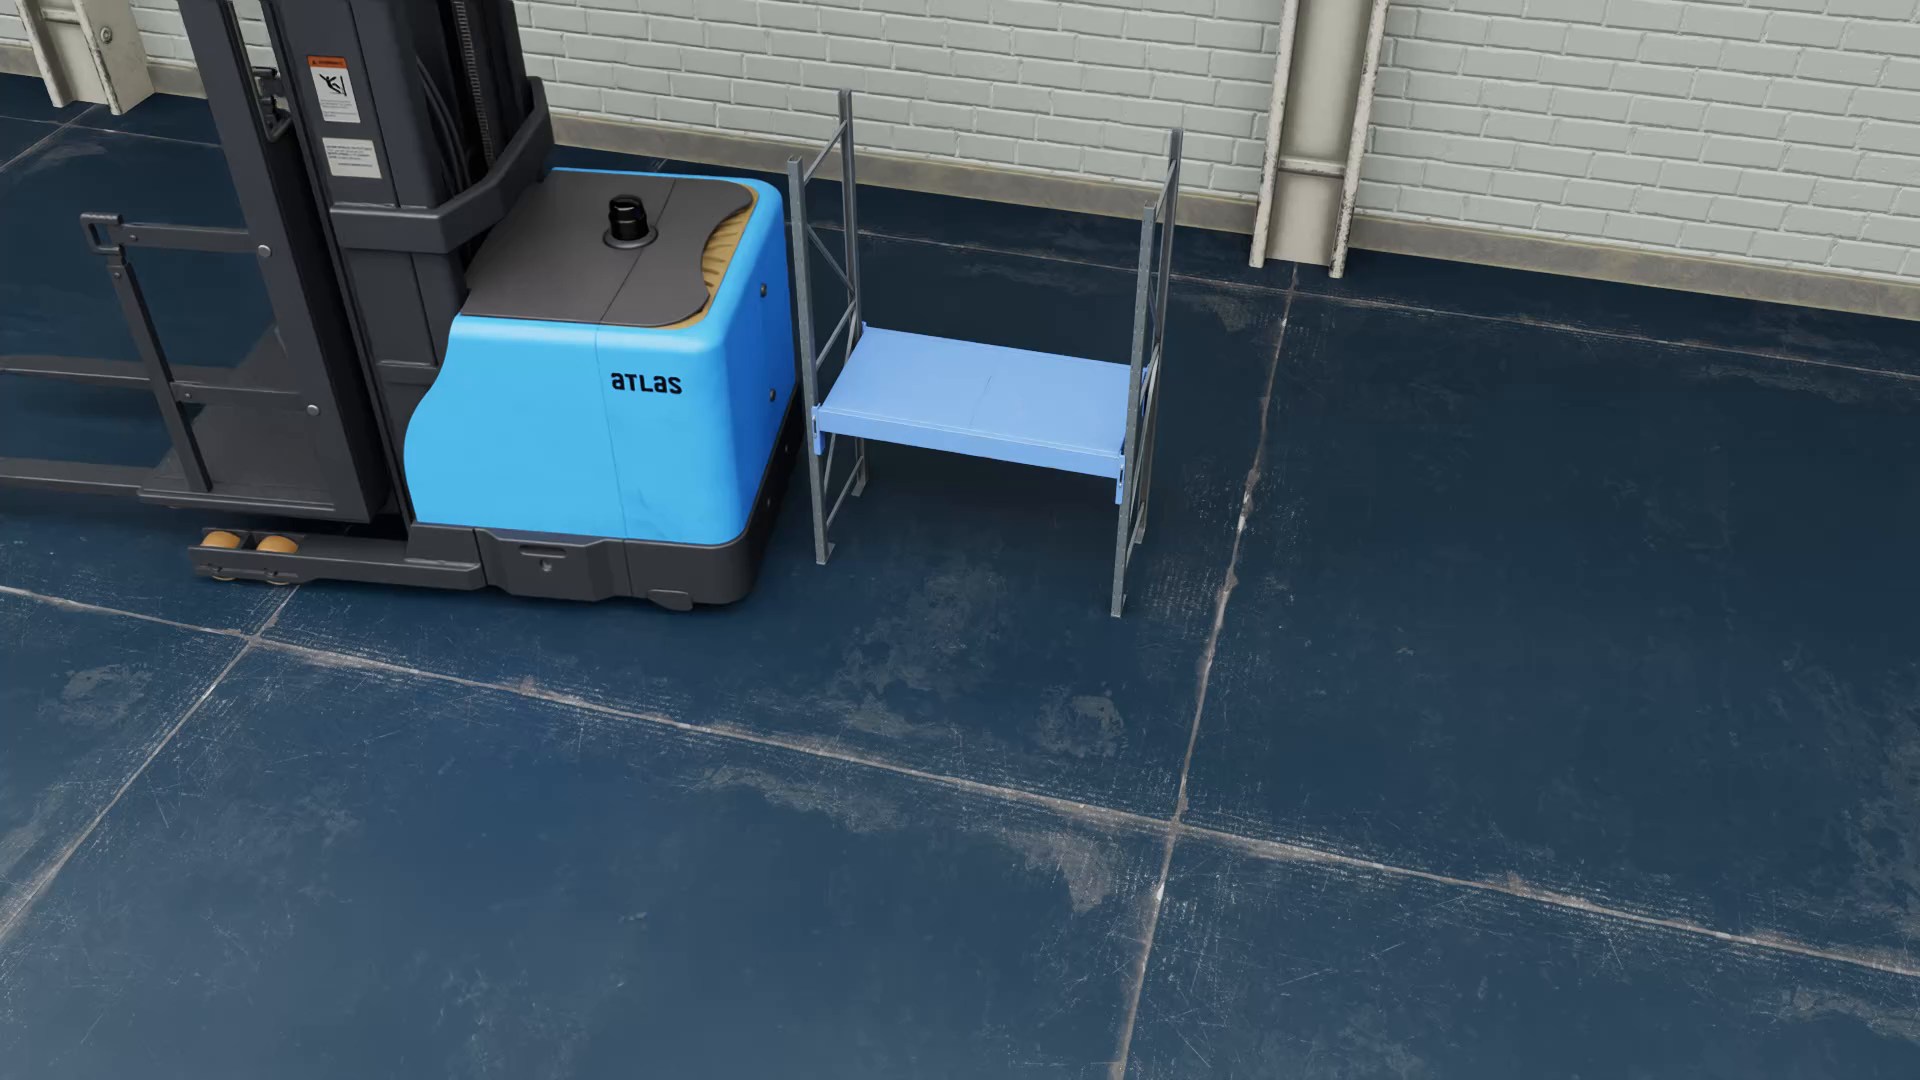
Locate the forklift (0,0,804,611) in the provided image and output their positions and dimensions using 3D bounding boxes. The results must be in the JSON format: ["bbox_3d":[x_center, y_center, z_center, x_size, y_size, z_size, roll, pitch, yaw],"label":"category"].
[{"bbox_3d":[-2.129,-1.304,5.024,3.031,2.935,1.130,5,40,5],"label":"forklift"}]

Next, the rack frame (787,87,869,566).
[{"bbox_3d":[-0.409,-0.645,5.351,0.032,1.500,0.500,10,41,11],"label":"rack frame"}]

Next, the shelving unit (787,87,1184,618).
[{"bbox_3d":[0.082,-0.560,5.251,1.048,1.500,0.538,10,41,11],"label":"shelving unit"}]

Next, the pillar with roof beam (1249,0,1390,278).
[{"bbox_3d":[0.362,-2.013,1.150,0.400,9.000,9.100,10,41,11],"label":"pillar with roof beam"}]

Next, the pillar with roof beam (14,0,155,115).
[{"bbox_3d":[-5.434,-3.010,2.337,0.400,9.000,9.100,10,41,11],"label":"pillar with roof beam"}]

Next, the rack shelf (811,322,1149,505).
[{"bbox_3d":[0.082,-0.422,5.366,1.000,0.185,0.538,10,41,11],"label":"rack shelf"}]

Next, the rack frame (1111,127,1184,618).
[{"bbox_3d":[0.573,-0.476,5.150,0.032,1.500,0.500,10,41,11],"label":"rack frame"}]
